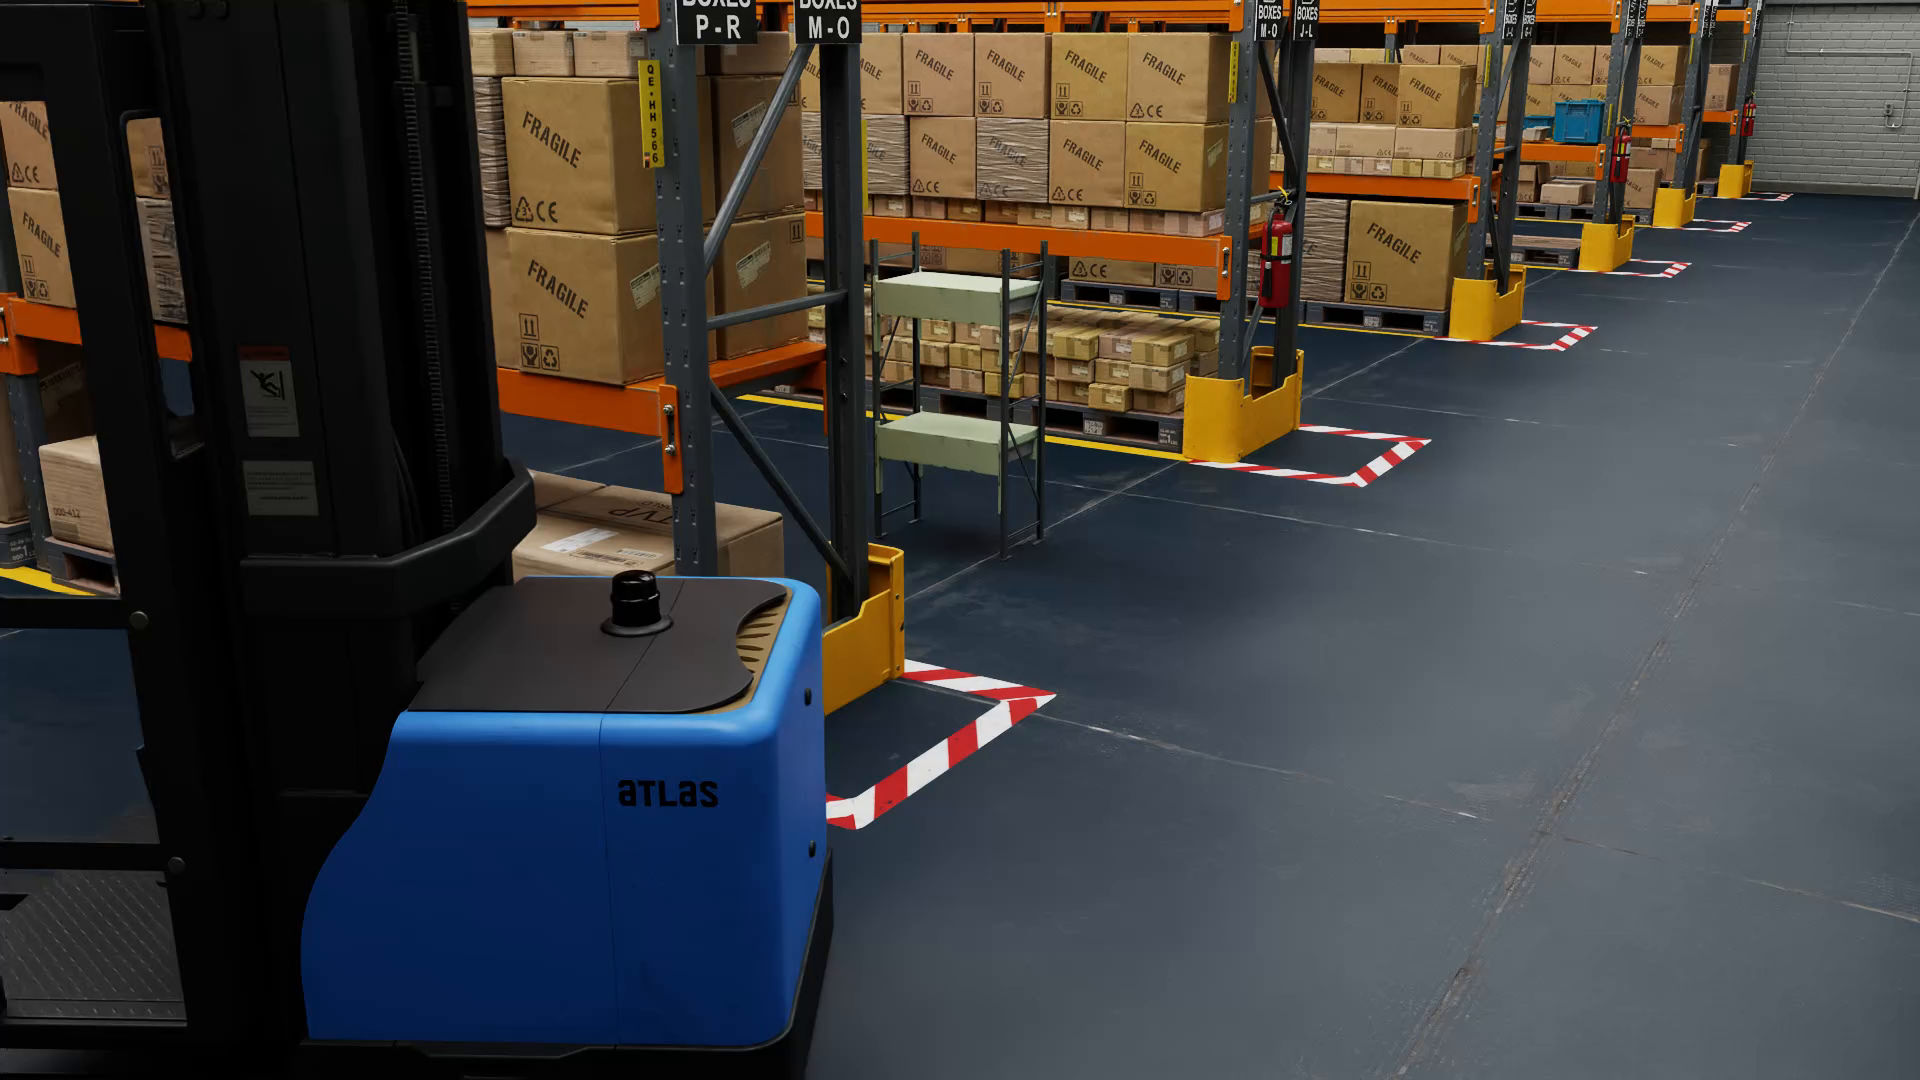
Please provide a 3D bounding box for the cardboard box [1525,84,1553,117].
[{"bbox_3d":[7.886,-5.987,22.759,0.500,0.500,0.500,10,19,29],"label":"cardboard box"}]

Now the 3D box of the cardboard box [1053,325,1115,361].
[{"bbox_3d":[0.781,-1.240,10.463,0.250,0.149,0.380,10,19,29],"label":"cardboard box"}]

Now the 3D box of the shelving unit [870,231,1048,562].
[{"bbox_3d":[-0.006,-0.719,8.167,0.755,1.500,0.431,10,20,30],"label":"shelving unit"}]

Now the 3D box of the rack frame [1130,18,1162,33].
[{"bbox_3d":[2.888,-6.924,26.013,0.127,3.000,1.000,10,20,30],"label":"rack frame"}]

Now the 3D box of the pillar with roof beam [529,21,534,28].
[{"bbox_3d":[-12.769,-13.105,36.042,0.400,9.000,9.100,10,20,30],"label":"pillar with roof beam"}]

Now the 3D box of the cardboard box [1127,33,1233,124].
[{"bbox_3d":[1.316,-2.717,9.762,0.500,0.500,0.500,10,19,29],"label":"cardboard box"}]

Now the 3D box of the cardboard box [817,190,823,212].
[{"bbox_3d":[-0.760,-2.314,11.269,0.250,0.149,0.380,9,19,28],"label":"cardboard box"}]

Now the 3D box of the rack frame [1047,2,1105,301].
[{"bbox_3d":[1.109,-3.862,15.935,0.127,3.000,1.000,10,20,30],"label":"rack frame"}]

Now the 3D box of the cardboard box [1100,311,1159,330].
[{"bbox_3d":[1.122,-1.408,11.015,0.250,0.149,0.380,10,20,30],"label":"cardboard box"}]

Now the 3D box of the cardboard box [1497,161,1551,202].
[{"bbox_3d":[7.900,-5.047,23.373,0.637,0.503,0.797,10,20,30],"label":"cardboard box"}]

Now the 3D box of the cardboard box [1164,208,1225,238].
[{"bbox_3d":[1.410,-1.900,9.908,0.250,0.149,0.380,10,20,30],"label":"cardboard box"}]

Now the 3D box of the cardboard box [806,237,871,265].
[{"bbox_3d":[-0.967,-3.407,17.371,0.875,0.875,1.225,10,20,30],"label":"cardboard box"}]

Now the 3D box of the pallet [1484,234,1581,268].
[{"bbox_3d":[6.427,-3.281,18.820,1.213,0.211,1.003,10,20,30],"label":"pallet"}]

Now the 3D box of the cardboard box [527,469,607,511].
[{"bbox_3d":[-2.068,0.013,6.864,0.875,0.438,0.875,11,20,32],"label":"cardboard box"}]

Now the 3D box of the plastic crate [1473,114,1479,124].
[{"bbox_3d":[5.950,-4.748,19.037,0.300,0.233,0.416,10,20,30],"label":"plastic crate"}]

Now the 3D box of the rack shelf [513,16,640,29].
[{"bbox_3d":[-4.820,-7.701,24.650,4.000,0.370,1.077,10,20,30],"label":"rack shelf"}]

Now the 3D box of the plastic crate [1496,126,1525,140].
[{"bbox_3d":[6.081,-4.510,18.418,0.243,0.136,0.396,10,20,30],"label":"plastic crate"}]

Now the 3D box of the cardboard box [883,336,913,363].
[{"bbox_3d":[-0.310,-1.306,11.191,0.250,0.149,0.380,10,20,30],"label":"cardboard box"}]

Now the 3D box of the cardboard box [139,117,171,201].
[{"bbox_3d":[-2.940,-1.643,6.736,0.500,0.500,0.500,11,20,31],"label":"cardboard box"}]

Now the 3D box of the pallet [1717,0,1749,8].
[{"bbox_3d":[11.657,-8.437,25.988,1.213,0.211,1.003,10,20,30],"label":"pallet"}]

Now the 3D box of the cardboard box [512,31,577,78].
[{"bbox_3d":[-1.308,-1.674,5.722,0.250,0.149,0.380,11,20,31],"label":"cardboard box"}]

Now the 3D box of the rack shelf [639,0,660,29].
[{"bbox_3d":[-2.373,-2.195,6.522,4.000,0.370,1.077,10,20,30],"label":"rack shelf"}]

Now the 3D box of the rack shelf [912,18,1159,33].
[{"bbox_3d":[1.184,-8.319,26.683,4.000,0.370,1.077,10,20,30],"label":"rack shelf"}]

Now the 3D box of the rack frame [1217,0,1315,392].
[{"bbox_3d":[1.836,-2.041,9.939,0.127,3.000,1.000,10,20,30],"label":"rack frame"}]

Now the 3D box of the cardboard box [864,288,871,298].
[{"bbox_3d":[-0.679,-1.716,12.028,0.250,0.149,0.380,10,20,30],"label":"cardboard box"}]

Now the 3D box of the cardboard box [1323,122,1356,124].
[{"bbox_3d":[3.377,-3.619,14.881,0.500,0.250,0.500,9,19,28],"label":"cardboard box"}]

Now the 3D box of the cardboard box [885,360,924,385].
[{"bbox_3d":[-0.304,-1.164,11.234,0.250,0.149,0.380,10,19,29],"label":"cardboard box"}]

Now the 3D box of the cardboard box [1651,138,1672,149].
[{"bbox_3d":[11.223,-6.344,26.568,0.250,0.149,0.380,11,20,32],"label":"cardboard box"}]

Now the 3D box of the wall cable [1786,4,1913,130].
[{"bbox_3d":[13.881,-7.460,26.030,1.851,1.984,0.084,10,20,30],"label":"wall cable"}]

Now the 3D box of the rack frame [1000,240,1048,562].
[{"bbox_3d":[0.306,-0.663,7.983,0.023,1.500,0.400,10,20,30],"label":"rack frame"}]

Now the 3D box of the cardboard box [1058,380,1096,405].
[{"bbox_3d":[0.826,-0.982,10.634,0.250,0.149,0.380,10,20,30],"label":"cardboard box"}]

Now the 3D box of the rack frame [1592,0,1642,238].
[{"bbox_3d":[7.110,-4.480,17.970,0.127,3.000,1.000,10,20,30],"label":"rack frame"}]

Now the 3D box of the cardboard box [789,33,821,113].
[{"bbox_3d":[-0.866,-3.114,11.067,0.500,0.500,0.500,9,19,28],"label":"cardboard box"}]

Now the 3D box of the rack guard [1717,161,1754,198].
[{"bbox_3d":[12.315,-5.734,26.399,0.348,0.500,1.175,10,20,30],"label":"rack guard"}]

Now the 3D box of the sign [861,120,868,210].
[{"bbox_3d":[-0.373,-1.388,6.164,0.005,0.325,0.100,10,20,30],"label":"sign"}]

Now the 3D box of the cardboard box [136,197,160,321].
[{"bbox_3d":[-3.388,-1.242,7.137,0.500,0.500,0.500,10,20,30],"label":"cardboard box"}]

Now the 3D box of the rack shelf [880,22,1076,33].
[{"bbox_3d":[0.365,-10.155,32.727,4.000,0.370,1.077,10,20,30],"label":"rack shelf"}]

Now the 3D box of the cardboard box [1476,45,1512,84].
[{"bbox_3d":[7.429,-6.543,22.869,0.500,0.500,0.500,9,19,28],"label":"cardboard box"}]

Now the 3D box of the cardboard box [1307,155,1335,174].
[{"bbox_3d":[3.171,-3.261,14.389,0.250,0.149,0.380,10,19,29],"label":"cardboard box"}]

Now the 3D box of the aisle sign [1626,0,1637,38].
[{"bbox_3d":[7.018,-5.641,17.318,0.004,0.787,0.394,10,20,30],"label":"aisle sign"}]

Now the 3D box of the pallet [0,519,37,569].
[{"bbox_3d":[-4.774,-0.172,8.585,1.213,0.211,1.003,10,20,30],"label":"pallet"}]

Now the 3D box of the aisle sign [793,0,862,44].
[{"bbox_3d":[-0.456,-2.104,5.675,0.004,0.787,0.394,10,20,30],"label":"aisle sign"}]

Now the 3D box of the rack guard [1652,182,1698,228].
[{"bbox_3d":[9.640,-4.522,22.409,0.348,0.500,1.175,10,20,30],"label":"rack guard"}]

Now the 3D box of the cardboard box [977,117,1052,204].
[{"bbox_3d":[0.445,-2.390,10.404,0.500,0.500,0.500,10,20,30],"label":"cardboard box"}]

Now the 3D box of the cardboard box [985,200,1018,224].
[{"bbox_3d":[0.358,-2.118,10.625,0.250,0.149,0.380,9,19,28],"label":"cardboard box"}]

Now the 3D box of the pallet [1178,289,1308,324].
[{"bbox_3d":[2.760,-2.208,15.286,1.213,0.211,1.003,10,20,30],"label":"pallet"}]

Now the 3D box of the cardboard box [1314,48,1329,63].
[{"bbox_3d":[6.188,-8.495,29.178,0.500,0.250,0.500,10,19,29],"label":"cardboard box"}]

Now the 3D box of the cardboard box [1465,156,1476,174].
[{"bbox_3d":[4.388,-3.269,14.415,0.250,0.149,0.380,10,20,31],"label":"cardboard box"}]

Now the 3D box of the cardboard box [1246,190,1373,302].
[{"bbox_3d":[3.155,-2.654,14.891,0.875,0.875,0.875,10,20,30],"label":"cardboard box"}]

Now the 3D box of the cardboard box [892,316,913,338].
[{"bbox_3d":[-0.259,-1.470,11.219,0.250,0.149,0.380,9,19,28],"label":"cardboard box"}]

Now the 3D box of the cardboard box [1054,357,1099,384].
[{"bbox_3d":[0.793,-1.108,10.539,0.250,0.149,0.380,9,19,28],"label":"cardboard box"}]

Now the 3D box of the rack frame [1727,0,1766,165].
[{"bbox_3d":[12.295,-6.934,26.048,0.127,3.000,1.000,10,20,30],"label":"rack frame"}]

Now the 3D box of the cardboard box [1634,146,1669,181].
[{"bbox_3d":[11.219,-6.097,26.870,0.500,0.500,0.700,10,20,30],"label":"cardboard box"}]

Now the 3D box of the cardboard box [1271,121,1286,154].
[{"bbox_3d":[2.654,-3.565,14.704,0.500,0.250,0.500,10,20,30],"label":"cardboard box"}]

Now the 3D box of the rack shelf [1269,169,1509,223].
[{"bbox_3d":[2.813,-3.214,15.038,4.000,0.370,1.077,10,20,30],"label":"rack shelf"}]

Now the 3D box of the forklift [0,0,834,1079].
[{"bbox_3d":[-1.877,-0.153,3.842,3.031,2.935,1.130,0,17,2],"label":"forklift"}]

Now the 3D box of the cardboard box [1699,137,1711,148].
[{"bbox_3d":[11.857,-6.362,26.625,0.250,0.149,0.380,10,20,30],"label":"cardboard box"}]
